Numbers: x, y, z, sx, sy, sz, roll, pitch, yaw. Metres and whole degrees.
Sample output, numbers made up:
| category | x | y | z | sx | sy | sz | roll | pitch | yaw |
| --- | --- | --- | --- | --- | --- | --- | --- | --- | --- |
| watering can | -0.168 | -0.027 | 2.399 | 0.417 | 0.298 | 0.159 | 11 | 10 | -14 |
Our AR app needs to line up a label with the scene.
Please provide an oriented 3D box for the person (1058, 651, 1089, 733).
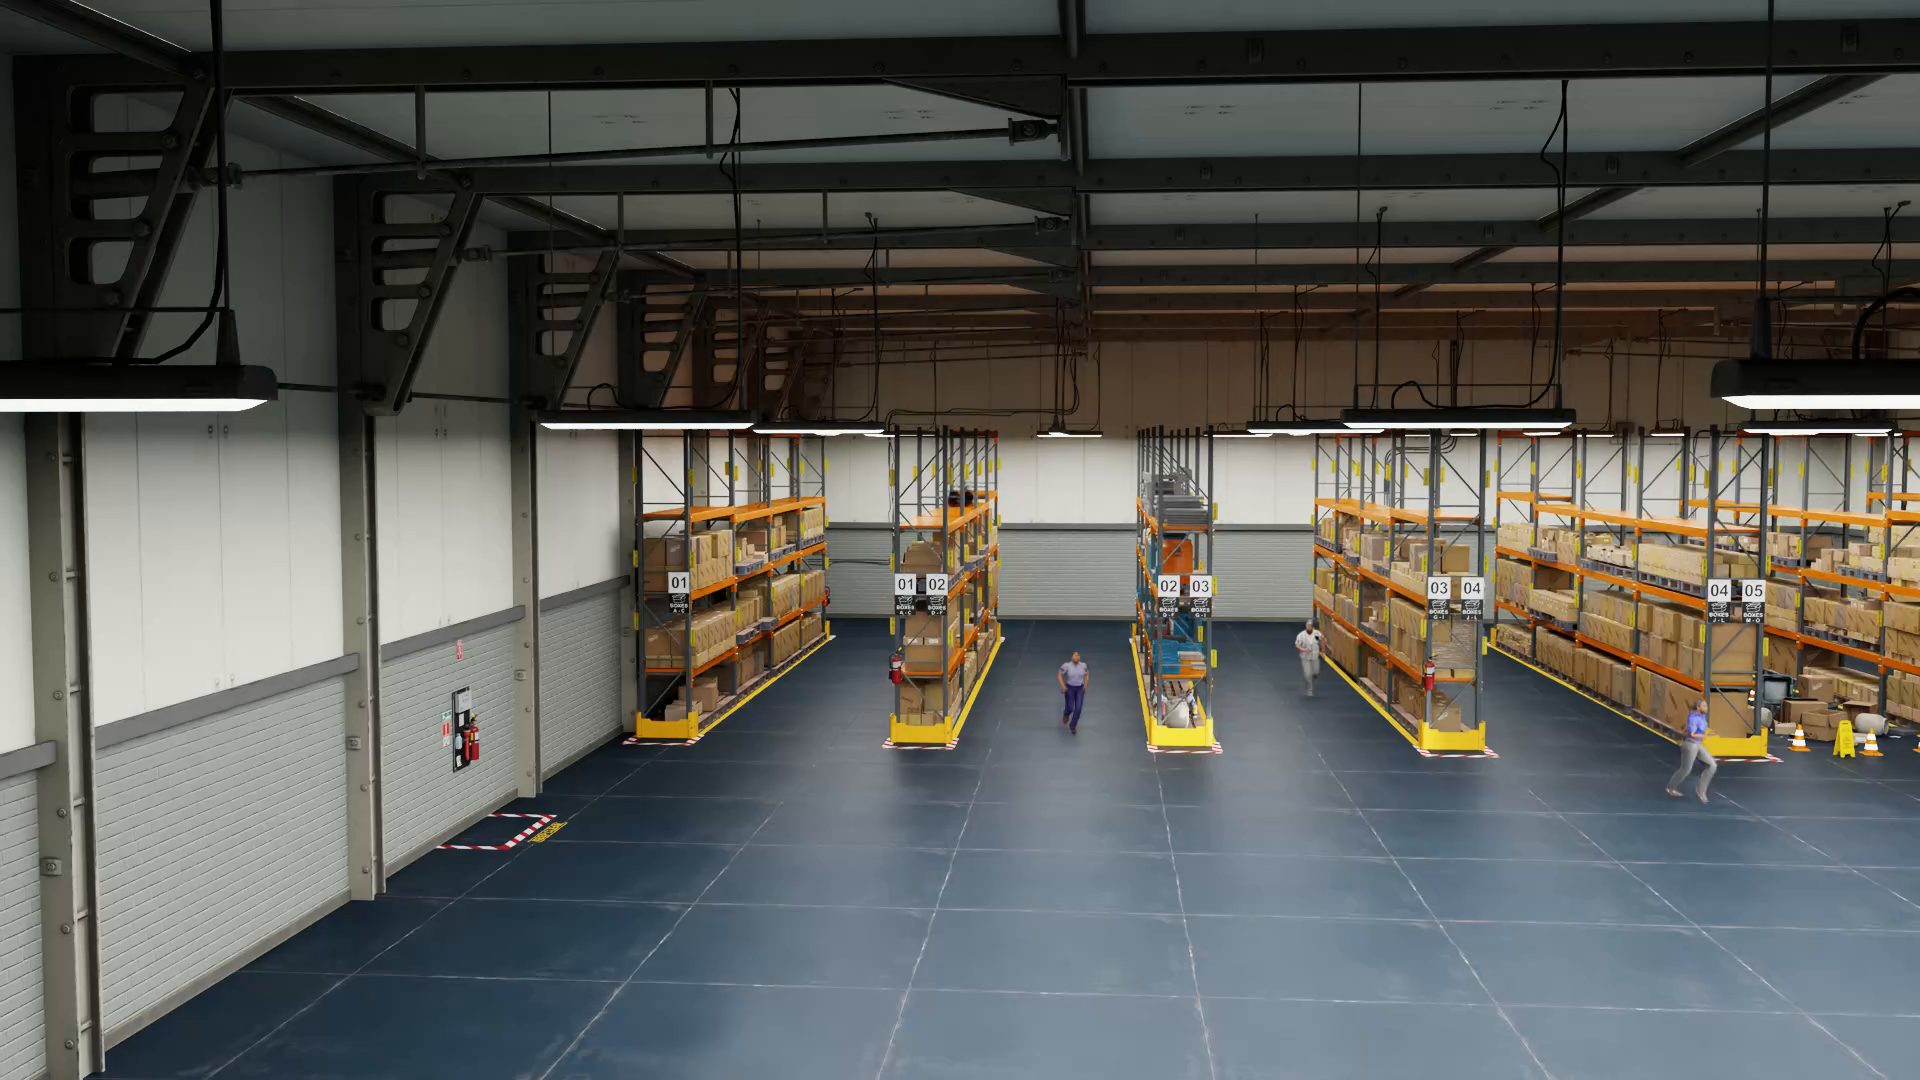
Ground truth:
| category | x | y | z | sx | sy | sz | roll | pitch | yaw |
| --- | --- | --- | --- | --- | --- | --- | --- | --- | --- |
| person | 2.243 | 2.968 | 32.693 | 0.623 | 1.610 | 0.528 | -1 | 3 | -11 |

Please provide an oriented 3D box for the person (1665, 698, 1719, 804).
| category | x | y | z | sx | sy | sz | roll | pitch | yaw |
| --- | --- | --- | --- | --- | --- | --- | --- | --- | --- |
| person | 11.594 | 3.323 | 26.318 | 0.600 | 1.671 | 0.821 | -3 | 5 | -45 |

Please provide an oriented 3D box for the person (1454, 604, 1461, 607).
| category | x | y | z | sx | sy | sz | roll | pitch | yaw |
| --- | --- | --- | --- | --- | --- | --- | --- | --- | --- |
| person | 14.060 | 2.048 | 46.997 | 0.942 | 1.704 | 0.716 | -2 | 4 | -36 |

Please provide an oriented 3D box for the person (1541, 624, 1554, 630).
| category | x | y | z | sx | sy | sz | roll | pitch | yaw |
| --- | --- | --- | --- | --- | --- | --- | --- | --- | --- |
| person | 16.567 | 2.072 | 46.741 | 0.756 | 1.721 | 0.694 | -2 | 4 | -28 |

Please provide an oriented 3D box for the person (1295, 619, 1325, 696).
| category | x | y | z | sx | sy | sz | roll | pitch | yaw |
| --- | --- | --- | --- | --- | --- | --- | --- | --- | --- |
| person | 7.862 | 2.632 | 37.226 | 0.706 | 1.735 | 0.673 | 0 | 3 | 0 |
